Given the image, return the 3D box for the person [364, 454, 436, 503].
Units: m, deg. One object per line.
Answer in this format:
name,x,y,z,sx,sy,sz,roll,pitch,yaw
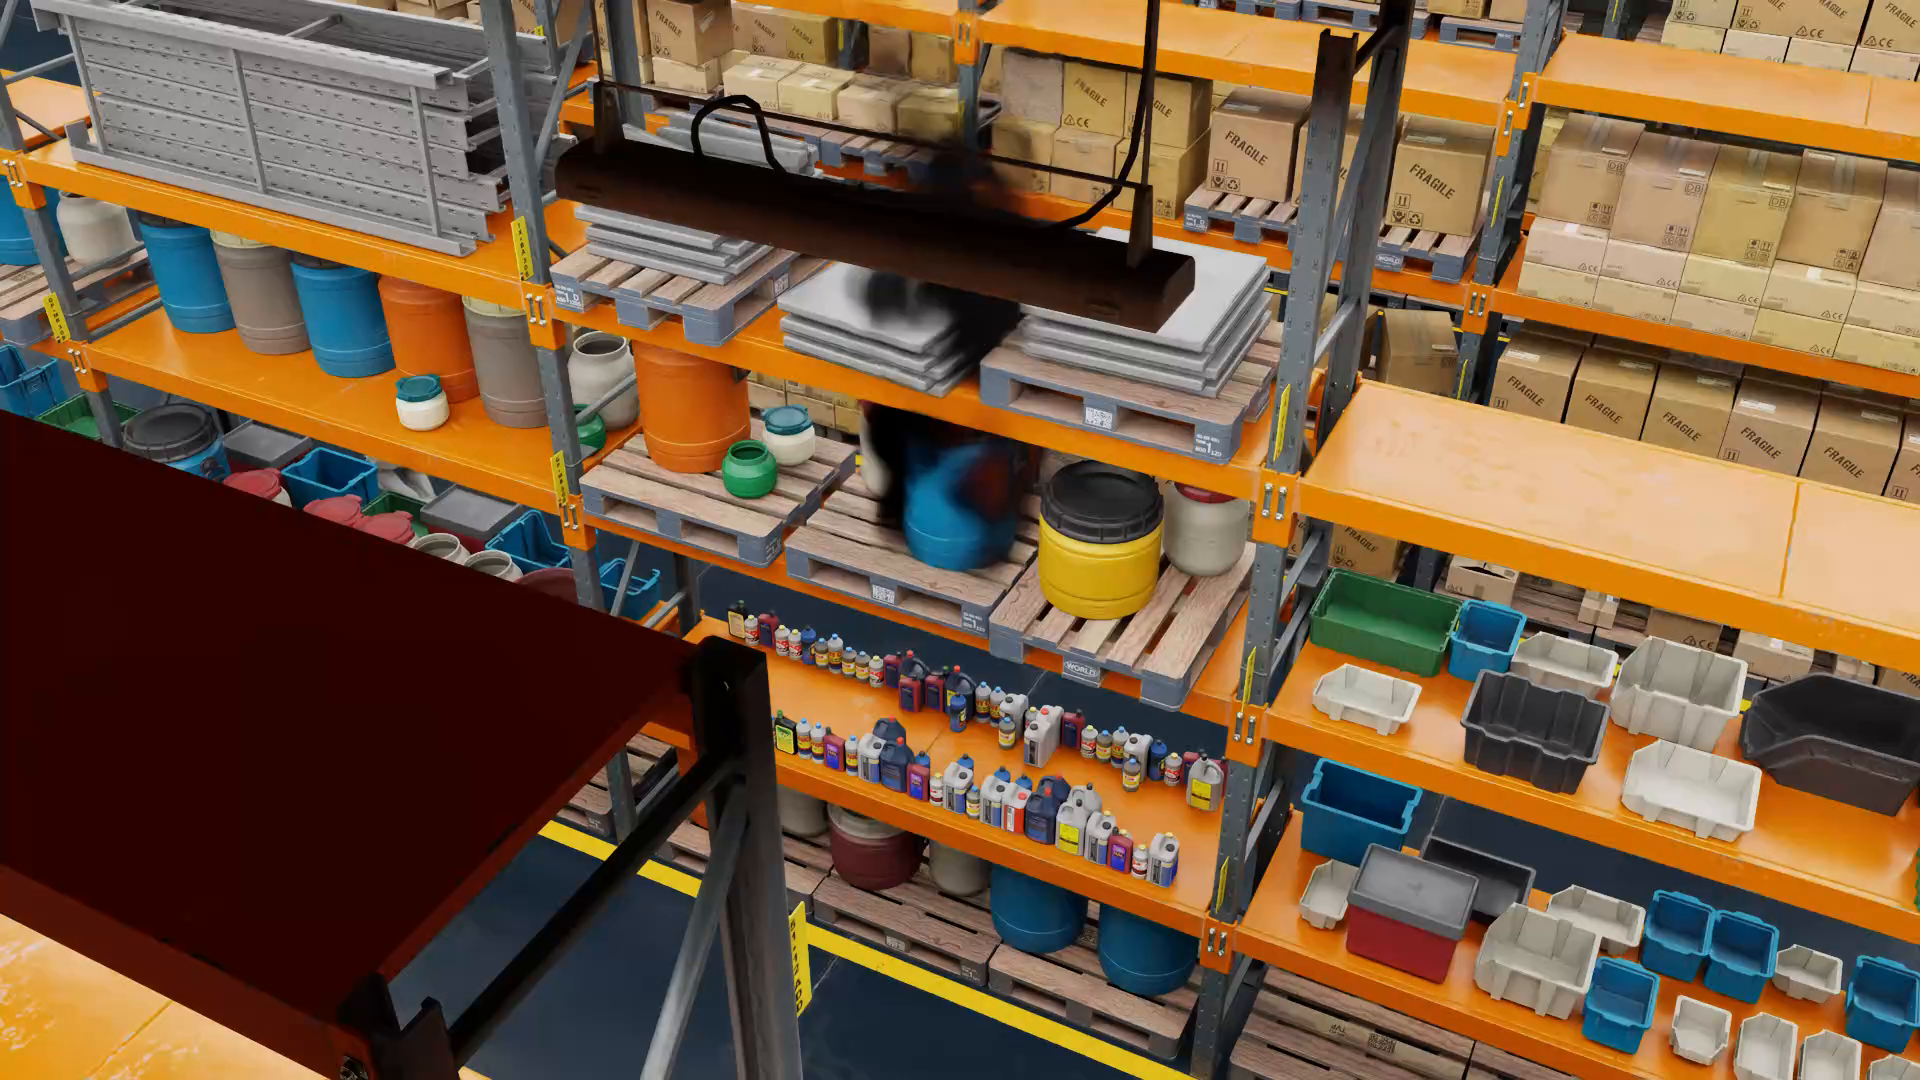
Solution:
person,-4.632,-0.896,13.545,0.661,1.671,0.694,14,37,19
